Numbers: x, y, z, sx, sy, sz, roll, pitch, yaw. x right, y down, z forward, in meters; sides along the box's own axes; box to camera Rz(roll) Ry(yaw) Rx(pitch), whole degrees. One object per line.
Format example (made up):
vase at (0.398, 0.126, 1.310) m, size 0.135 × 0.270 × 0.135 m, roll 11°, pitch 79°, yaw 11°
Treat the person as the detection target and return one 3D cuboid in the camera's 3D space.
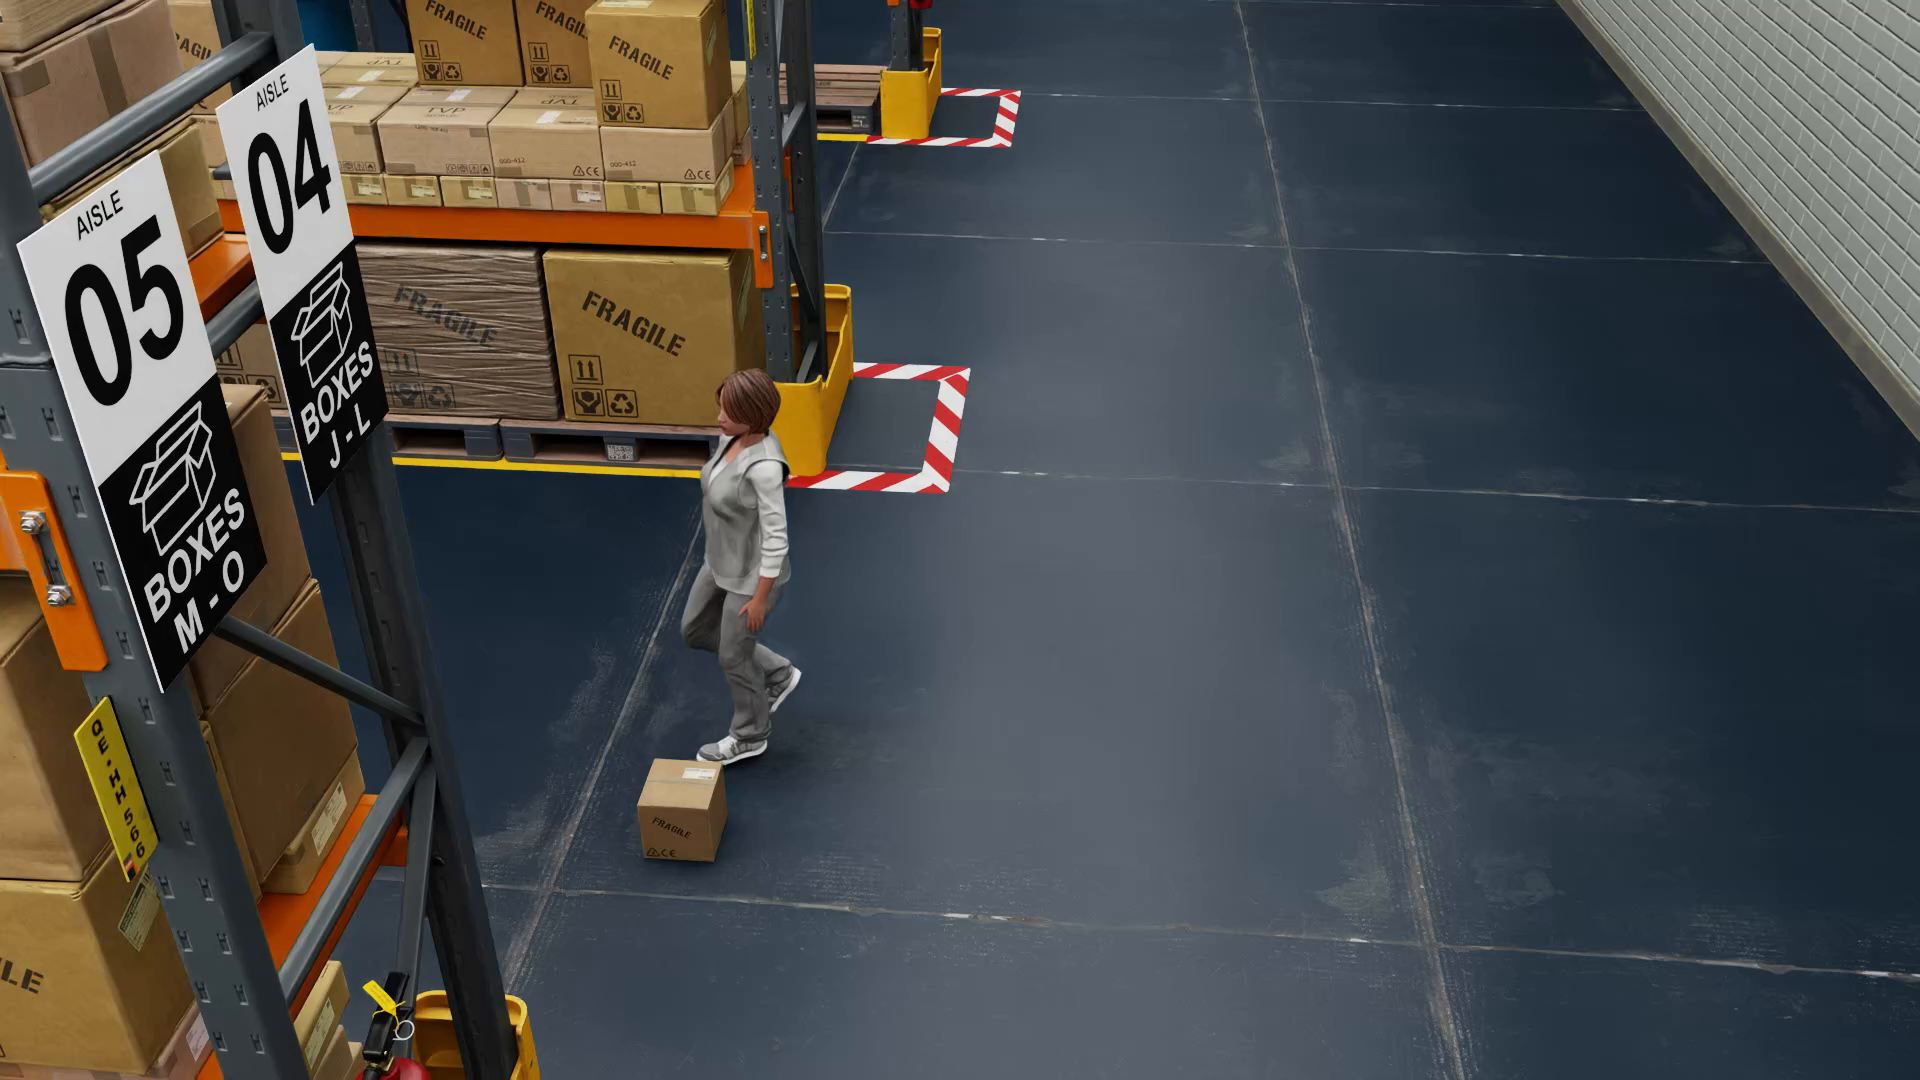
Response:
person at (-0.780, 0.135, 5.921) m, size 0.453 × 1.582 × 0.462 m, roll -13°, pitch 35°, yaw -20°
